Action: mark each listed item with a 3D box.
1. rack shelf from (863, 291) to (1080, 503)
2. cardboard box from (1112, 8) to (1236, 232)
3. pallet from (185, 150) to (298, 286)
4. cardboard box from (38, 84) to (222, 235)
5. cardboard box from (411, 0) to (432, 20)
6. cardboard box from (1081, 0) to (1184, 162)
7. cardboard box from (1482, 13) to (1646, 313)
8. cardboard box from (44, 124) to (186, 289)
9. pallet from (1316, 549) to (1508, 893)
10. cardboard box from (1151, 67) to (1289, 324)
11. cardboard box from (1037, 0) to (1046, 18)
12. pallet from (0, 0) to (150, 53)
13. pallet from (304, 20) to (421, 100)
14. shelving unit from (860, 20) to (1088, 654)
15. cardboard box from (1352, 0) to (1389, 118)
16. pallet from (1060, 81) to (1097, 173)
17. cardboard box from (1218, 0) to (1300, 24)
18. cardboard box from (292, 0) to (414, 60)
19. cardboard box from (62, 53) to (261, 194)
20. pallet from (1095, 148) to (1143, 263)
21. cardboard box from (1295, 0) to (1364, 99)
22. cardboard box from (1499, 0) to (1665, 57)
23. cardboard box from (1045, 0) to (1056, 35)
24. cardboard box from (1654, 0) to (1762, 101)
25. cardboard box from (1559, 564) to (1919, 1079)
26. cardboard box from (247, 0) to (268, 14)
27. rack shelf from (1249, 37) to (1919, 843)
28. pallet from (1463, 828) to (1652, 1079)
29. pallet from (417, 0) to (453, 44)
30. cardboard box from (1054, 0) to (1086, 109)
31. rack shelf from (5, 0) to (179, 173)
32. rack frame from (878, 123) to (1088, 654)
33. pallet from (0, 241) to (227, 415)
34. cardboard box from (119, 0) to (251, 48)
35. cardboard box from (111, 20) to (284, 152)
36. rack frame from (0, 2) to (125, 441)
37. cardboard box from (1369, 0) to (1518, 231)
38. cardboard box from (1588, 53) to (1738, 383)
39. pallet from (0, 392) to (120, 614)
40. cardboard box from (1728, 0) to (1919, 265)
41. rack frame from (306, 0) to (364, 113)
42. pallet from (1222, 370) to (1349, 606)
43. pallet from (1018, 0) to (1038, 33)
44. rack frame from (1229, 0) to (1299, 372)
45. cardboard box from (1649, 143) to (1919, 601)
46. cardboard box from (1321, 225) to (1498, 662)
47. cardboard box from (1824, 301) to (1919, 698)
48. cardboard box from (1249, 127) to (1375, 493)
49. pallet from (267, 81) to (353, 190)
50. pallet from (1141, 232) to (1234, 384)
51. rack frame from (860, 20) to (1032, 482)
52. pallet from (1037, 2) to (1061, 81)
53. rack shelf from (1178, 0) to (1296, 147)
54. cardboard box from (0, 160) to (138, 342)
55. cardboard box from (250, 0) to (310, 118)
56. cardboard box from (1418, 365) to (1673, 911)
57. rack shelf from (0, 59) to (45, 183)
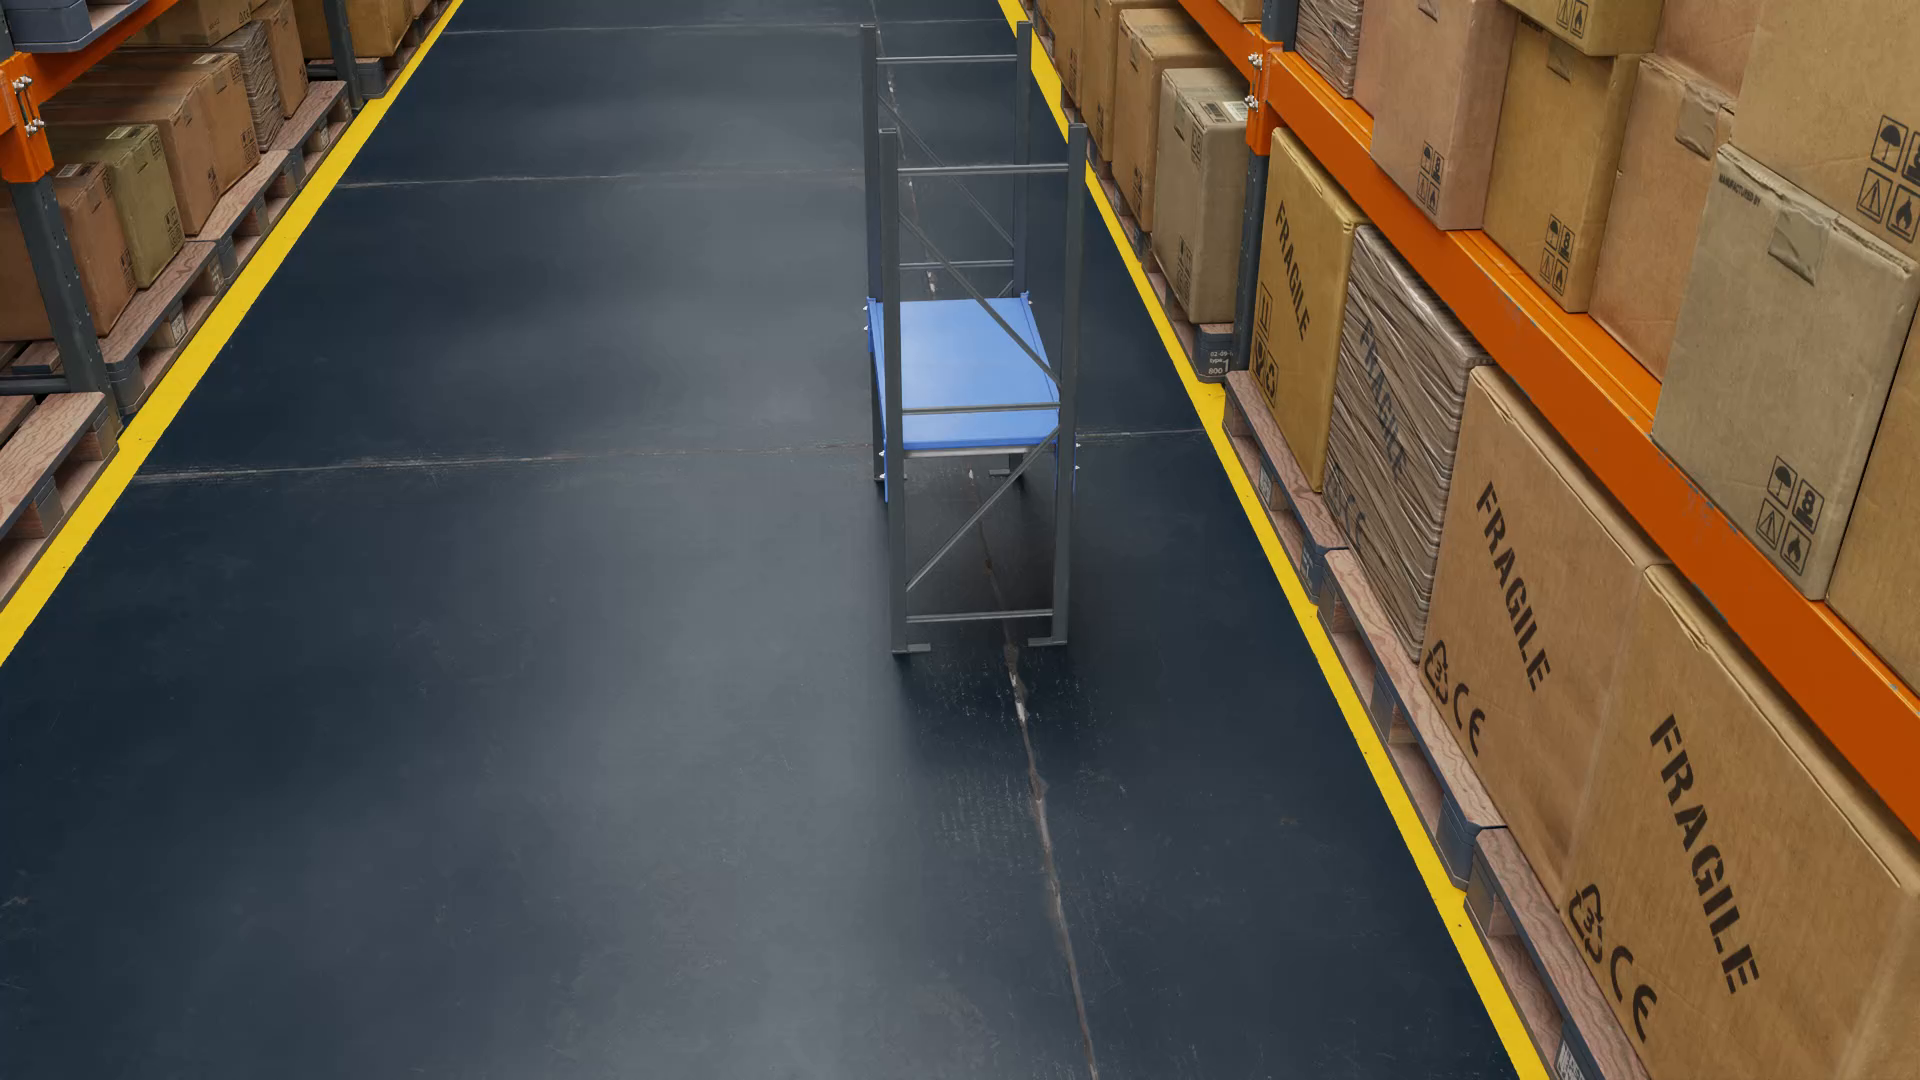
[{"bbox_3d":[0.008,-0.446,4.885,0.538,0.185,1.000,-3,31,-5],"label":"rack shelf"},{"bbox_3d":[1.254,-1.830,7.174,1.050,0.750,0.750,-3,31,-5],"label":"cardboard box"},{"bbox_3d":[-3.651,-1.449,7.470,1.003,0.211,1.213,-3,31,-5],"label":"pallet"},{"bbox_3d":[-3.574,-1.585,6.987,0.700,0.500,0.500,-5,31,-9],"label":"cardboard box"},{"bbox_3d":[-3.953,-3.744,10.255,1.225,0.875,0.875,-3,31,-4],"label":"cardboard box"},{"bbox_3d":[1.167,-2.306,7.970,1.050,0.750,0.750,-2,31,-4],"label":"cardboard box"},{"bbox_3d":[1.691,-0.860,3.619,0.875,0.550,0.500,-3,31,-5],"label":"cardboard box"},{"bbox_3d":[-3.521,-1.299,6.509,0.700,0.500,0.500,-3,31,-5],"label":"cardboard box"},{"bbox_3d":[1.598,0.403,4.370,1.003,0.211,1.213,-3,31,-5],"label":"pallet"},{"bbox_3d":[1.340,-1.338,6.349,1.050,0.750,0.750,-3,31,-5],"label":"cardboard box"},{"bbox_3d":[0.748,-3.549,10.294,0.500,0.500,0.500,-2,31,-3],"label":"cardboard box"},{"bbox_3d":[-3.386,-1.939,5.759,1.003,0.211,1.213,-3,31,-5],"label":"pallet"},{"bbox_3d":[-3.832,-2.876,9.859,1.003,0.211,1.213,-3,31,-5],"label":"pallet"},{"bbox_3d":[0.008,-0.600,4.792,0.538,1.500,1.048,-3,31,-5],"label":"shelving unit"},{"bbox_3d":[1.608,-1.408,4.535,0.875,0.550,0.550,-3,31,-5],"label":"cardboard box"},{"bbox_3d":[1.113,-2.250,8.810,1.003,0.211,1.213,-3,31,-5],"label":"pallet"},{"bbox_3d":[1.173,-2.107,5.755,0.500,0.500,0.500,-3,31,-5],"label":"cardboard box"},{"bbox_3d":[-3.877,-3.288,9.492,1.225,0.875,0.875,-4,31,-7],"label":"cardboard box"},{"bbox_3d":[-3.627,-1.870,7.464,0.700,0.500,0.500,0,31,0],"label":"cardboard box"},{"bbox_3d":[1.224,-1.628,7.770,1.003,0.211,1.213,-3,31,-5],"label":"pallet"},{"bbox_3d":[1.534,-1.687,5.003,0.875,0.550,0.550,-3,31,-5],"label":"cardboard box"},{"bbox_3d":[1.626,-1.321,3.337,0.875,0.550,0.500,-3,31,-5],"label":"cardboard box"},{"bbox_3d":[0.793,-3.283,9.850,0.500,0.500,0.500,-3,31,-5],"label":"cardboard box"},{"bbox_3d":[1.805,-1.057,2.894,0.875,0.550,0.550,-3,31,-5],"label":"cardboard box"},{"bbox_3d":[1.733,0.620,2.949,0.875,0.875,0.875,-3,31,-4],"label":"cardboard box"},{"bbox_3d":[-3.741,-2.764,8.229,0.500,0.250,0.500,-2,31,-3],"label":"cardboard box"},{"bbox_3d":[1.675,-0.481,3.831,1.077,0.370,4.000,-3,31,-5],"label":"rack shelf"},{"bbox_3d":[1.709,1.024,3.329,1.003,0.211,1.213,-3,31,-5],"label":"pallet"},{"bbox_3d":[-3.943,-3.497,10.899,1.003,0.211,1.213,-3,31,-5],"label":"pallet"},{"bbox_3d":[1.082,-2.752,8.717,1.050,0.750,0.750,-3,31,-5],"label":"cardboard box"},{"bbox_3d":[-3.647,-2.337,6.939,1.077,0.370,4.000,-3,31,-5],"label":"rack shelf"},{"bbox_3d":[0.055,-0.341,4.358,0.500,1.500,0.032,-3,31,-5],"label":"rack frame"},{"bbox_3d":[-3.534,-0.825,6.425,1.003,0.211,1.213,-3,31,-5],"label":"pallet"},{"bbox_3d":[-3.681,-2.494,7.777,0.500,0.250,0.500,1,31,1],"label":"cardboard box"},{"bbox_3d":[-3.686,-2.159,7.948,0.700,0.500,0.500,-5,31,-9],"label":"cardboard box"},{"bbox_3d":[-3.460,-1.625,5.045,1.000,3.000,0.127,-3,31,-5],"label":"rack frame"},{"bbox_3d":[1.542,-1.126,4.064,0.875,0.550,0.550,-3,31,-5],"label":"cardboard box"},{"bbox_3d":[1.782,-0.592,3.169,0.875,0.550,0.550,-3,31,-5],"label":"cardboard box"},{"bbox_3d":[-3.362,-0.086,5.189,1.003,0.211,1.213,-3,31,-5],"label":"pallet"},{"bbox_3d":[1.722,-0.764,2.405,0.875,0.550,0.550,-3,31,-5],"label":"cardboard box"},{"bbox_3d":[-3.833,-3.667,8.464,1.000,3.000,0.127,-3,31,-5],"label":"rack frame"},{"bbox_3d":[1.481,-0.222,5.415,1.003,0.211,1.213,-3,31,-5],"label":"pallet"},{"bbox_3d":[0.932,-3.676,11.199,1.003,0.211,1.213,-3,31,-5],"label":"pallet"},{"bbox_3d":[1.488,-1.811,5.356,1.000,3.000,0.127,-3,31,-5],"label":"rack frame"},{"bbox_3d":[1.709,-0.300,2.681,0.875,0.550,0.550,-3,31,-5],"label":"cardboard box"},{"bbox_3d":[1.565,-0.294,4.480,0.875,0.875,0.875,-3,31,-4],"label":"cardboard box"},{"bbox_3d":[1.782,-0.020,2.212,0.875,0.550,0.550,-3,31,-5],"label":"cardboard box"},{"bbox_3d":[1.477,-0.754,5.250,0.875,0.875,0.875,-2,31,-4],"label":"cardboard box"},{"bbox_3d":[-3.762,-2.071,8.511,1.003,0.211,1.213,-3,31,-5],"label":"pallet"},{"bbox_3d":[1.341,-1.004,6.725,1.003,0.211,1.213,-3,31,-5],"label":"pallet"},{"bbox_3d":[-0.040,-0.860,5.227,0.500,1.500,0.032,-3,31,-5],"label":"rack frame"},{"bbox_3d":[1.043,-3.055,10.158,1.003,0.211,1.213,-3,31,-5],"label":"pallet"},{"bbox_3d":[1.301,-2.523,7.250,1.077,0.370,4.000,-3,31,-5],"label":"rack shelf"},{"bbox_3d":[-3.496,-1.055,6.099,0.700,0.500,0.500,-5,31,-8],"label":"cardboard box"},{"bbox_3d":[-3.751,-2.441,8.421,0.700,0.500,0.500,-4,31,-7],"label":"cardboard box"},{"bbox_3d":[1.648,0.171,3.701,0.875,0.875,0.875,-3,31,-5],"label":"cardboard box"},{"bbox_3d":[-3.273,-0.295,3.520,1.077,0.370,4.000,-3,31,-5],"label":"rack shelf"}]
